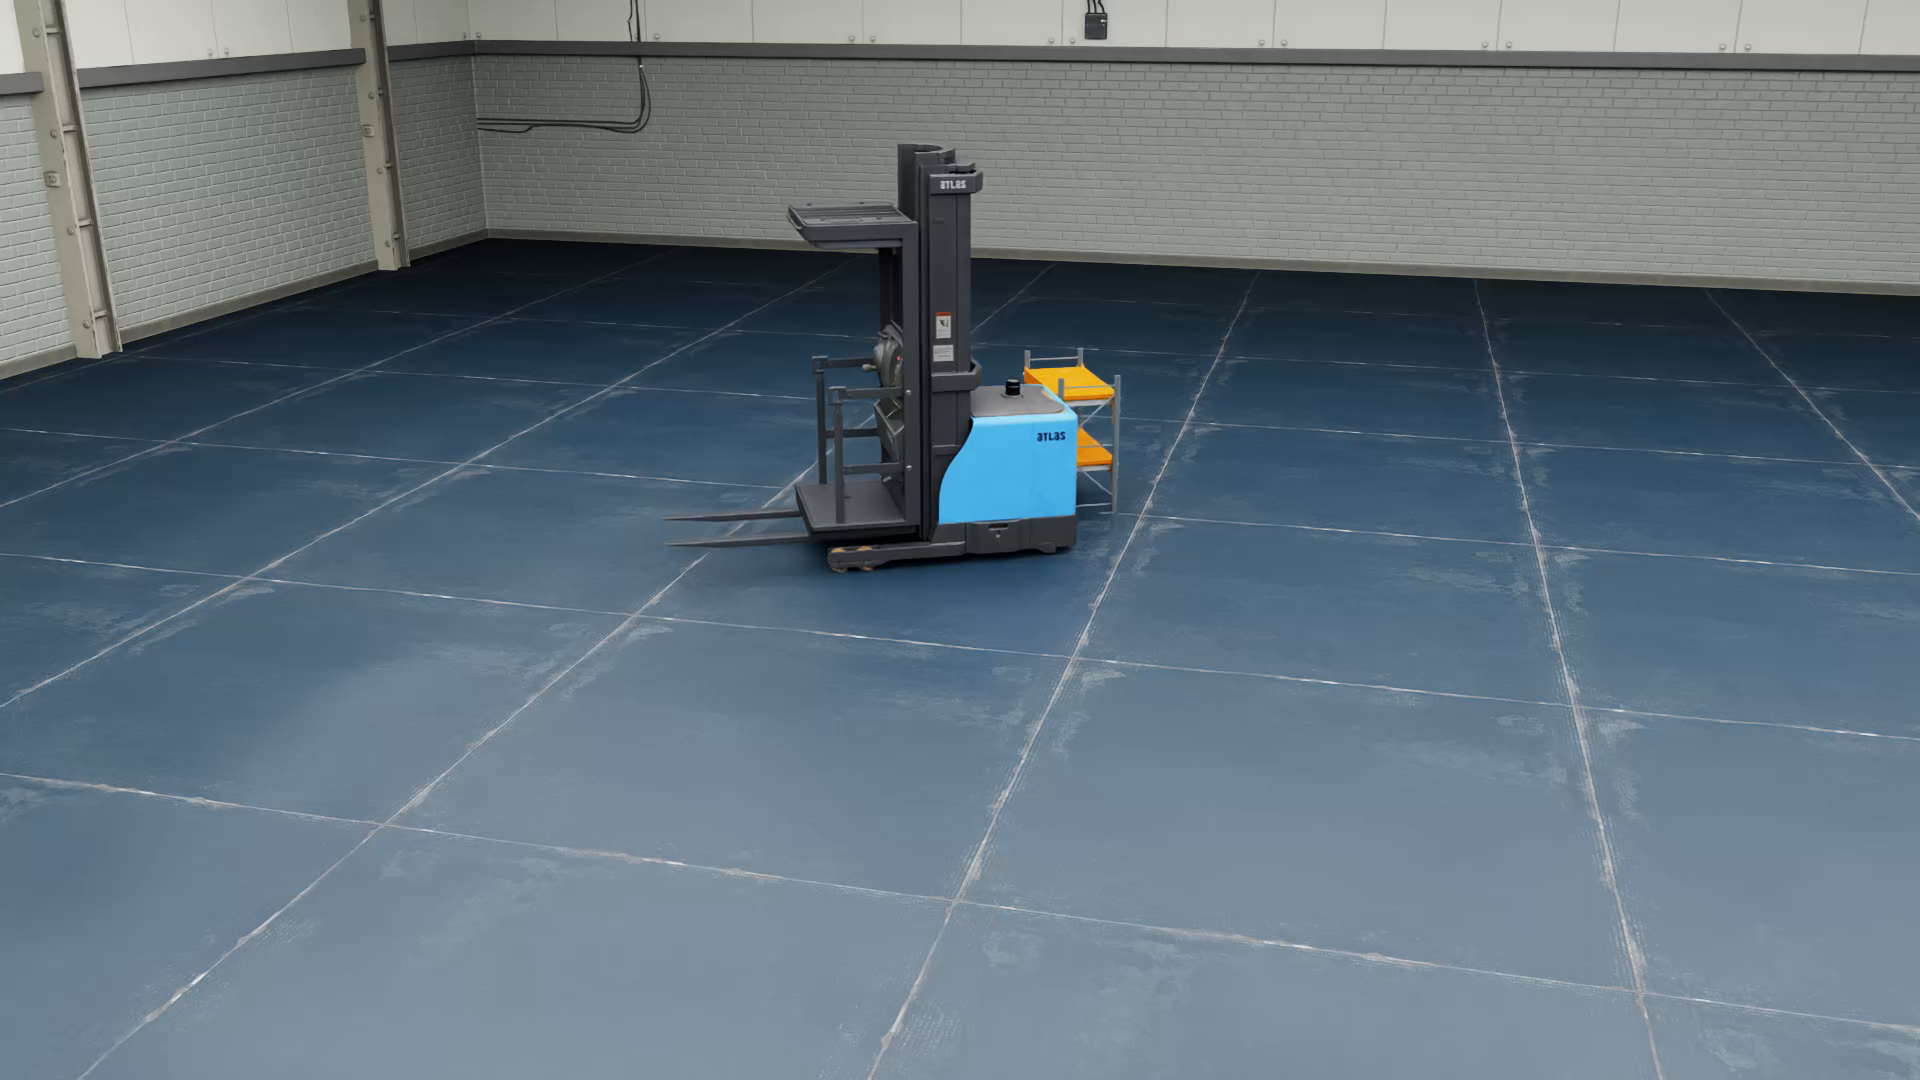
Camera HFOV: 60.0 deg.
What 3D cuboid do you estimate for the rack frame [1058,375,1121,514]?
[{"bbox_3d":[1.006,-0.734,13.097,0.500,1.125,0.032,-4,19,-12],"label":"rack frame"}]

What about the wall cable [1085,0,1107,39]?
[{"bbox_3d":[2.906,-9.922,22.552,2.305,6.003,0.169,5,19,13],"label":"wall cable"}]

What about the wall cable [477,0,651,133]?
[{"bbox_3d":[-6.296,-7.598,25.814,3.097,2.526,0.112,5,19,13],"label":"wall cable"}]

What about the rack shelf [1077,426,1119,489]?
[{"bbox_3d":[0.894,-0.663,13.646,0.538,0.278,1.000,-4,19,-12],"label":"rack shelf"}]

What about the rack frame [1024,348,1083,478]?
[{"bbox_3d":[0.782,-1.055,14.036,0.500,1.125,0.032,-4,19,-12],"label":"rack frame"}]

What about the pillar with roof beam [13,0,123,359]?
[{"bbox_3d":[-5.589,-6.028,16.413,9.100,9.000,0.400,5,19,13],"label":"pillar with roof beam"}]

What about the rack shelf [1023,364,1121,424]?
[{"bbox_3d":[0.894,-1.172,13.472,0.538,0.278,1.000,-4,19,-12],"label":"rack shelf"}]

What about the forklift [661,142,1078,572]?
[{"bbox_3d":[-0.698,-1.344,12.087,3.031,2.935,1.130,-4,19,-11],"label":"forklift"}]

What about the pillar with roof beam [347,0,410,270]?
[{"bbox_3d":[-4.123,-7.908,21.919,9.100,9.000,0.400,5,19,13],"label":"pillar with roof beam"}]

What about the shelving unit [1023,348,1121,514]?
[{"bbox_3d":[0.894,-0.895,13.567,0.538,1.125,1.048,-4,19,-12],"label":"shelving unit"}]
